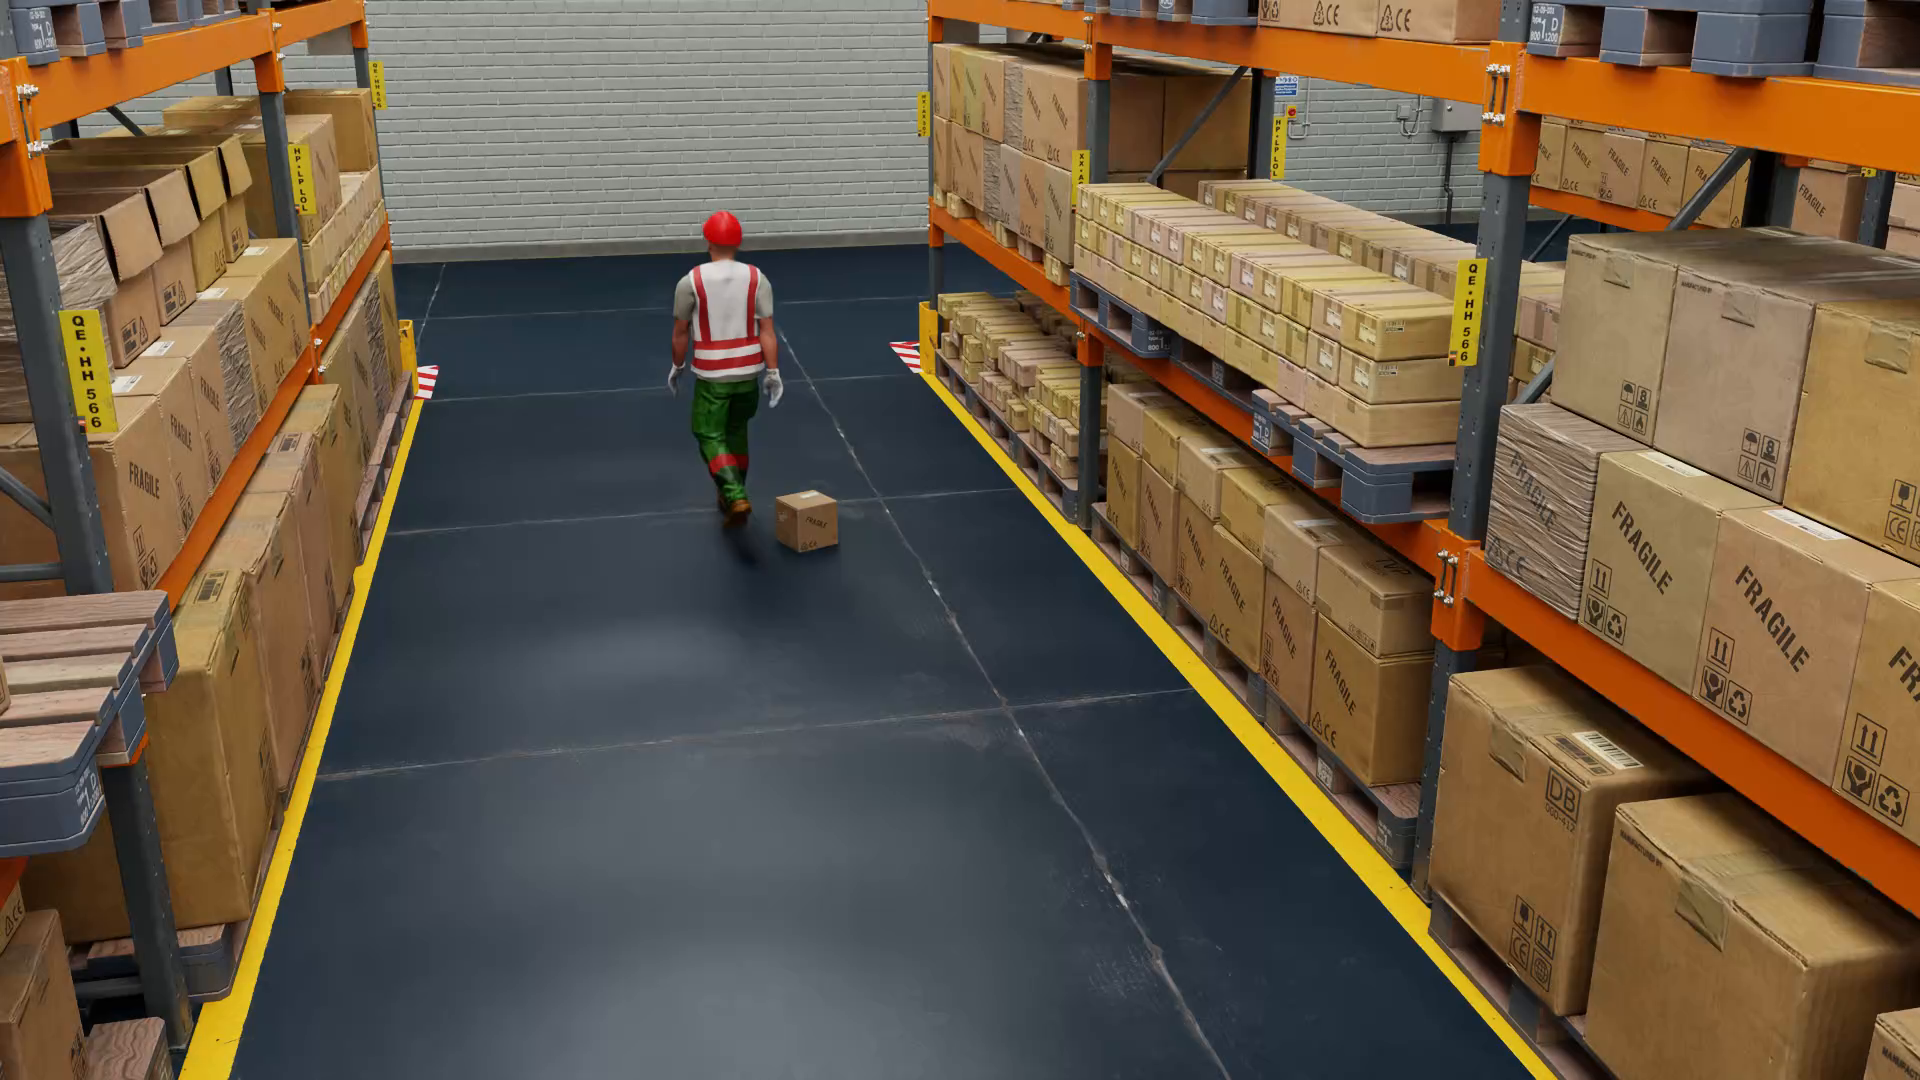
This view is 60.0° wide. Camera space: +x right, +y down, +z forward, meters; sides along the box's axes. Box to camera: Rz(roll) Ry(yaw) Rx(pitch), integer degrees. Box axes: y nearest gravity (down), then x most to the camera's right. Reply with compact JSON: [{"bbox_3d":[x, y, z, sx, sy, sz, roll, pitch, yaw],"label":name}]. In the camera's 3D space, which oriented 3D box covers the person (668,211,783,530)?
[{"bbox_3d":[-1.280,-0.914,9.122,0.568,1.749,0.993,-8,21,-21],"label":"person"}]
